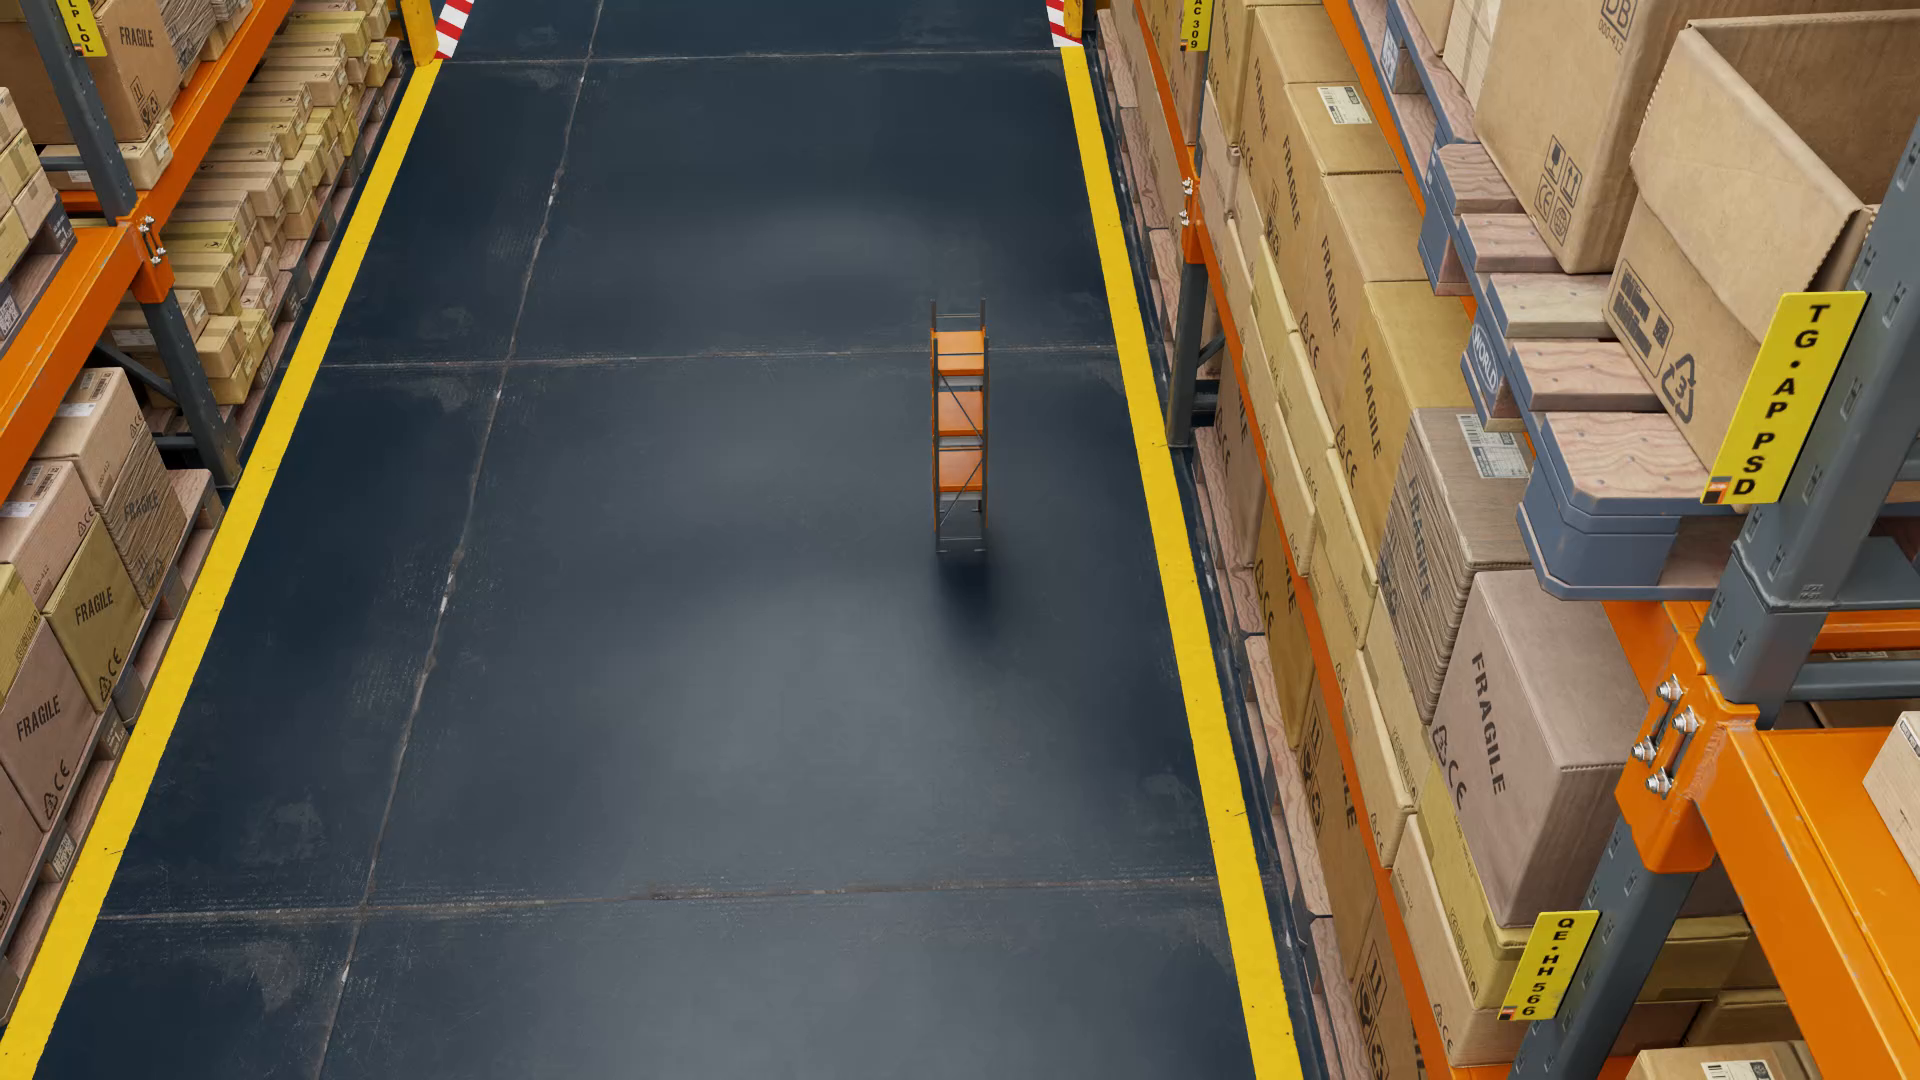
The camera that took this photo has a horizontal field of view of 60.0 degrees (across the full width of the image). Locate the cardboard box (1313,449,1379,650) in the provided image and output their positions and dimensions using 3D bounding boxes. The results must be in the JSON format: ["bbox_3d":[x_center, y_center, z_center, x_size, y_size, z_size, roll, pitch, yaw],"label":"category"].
[{"bbox_3d":[1.224,0.007,4.264,0.500,0.250,0.500,-3,43,-3],"label":"cardboard box"}]

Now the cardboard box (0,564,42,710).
[{"bbox_3d":[-3.216,0.346,5.137,0.500,0.250,0.500,-3,43,-4],"label":"cardboard box"}]

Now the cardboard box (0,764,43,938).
[{"bbox_3d":[-3.202,0.953,5.030,0.500,0.500,0.500,-3,43,-3],"label":"cardboard box"}]

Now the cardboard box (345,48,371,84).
[{"bbox_3d":[-3.383,-2.559,8.900,0.380,0.149,0.250,-3,43,-4],"label":"cardboard box"}]

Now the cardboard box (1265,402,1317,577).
[{"bbox_3d":[1.193,-0.160,4.816,0.500,0.250,0.500,-2,43,-2],"label":"cardboard box"}]

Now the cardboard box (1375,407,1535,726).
[{"bbox_3d":[1.253,0.053,3.658,0.500,0.500,0.500,-1,43,-1],"label":"cardboard box"}]

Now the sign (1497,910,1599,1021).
[{"bbox_3d":[1.012,0.738,2.868,0.100,0.325,0.005,-2,43,-2],"label":"sign"}]

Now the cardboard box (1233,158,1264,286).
[{"bbox_3d":[1.183,-1.027,5.391,0.500,0.250,0.500,-1,43,-1],"label":"cardboard box"}]

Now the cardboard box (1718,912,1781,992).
[{"bbox_3d":[1.791,0.668,3.542,0.500,0.250,0.500,-2,43,-2],"label":"cardboard box"}]

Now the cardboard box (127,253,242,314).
[{"bbox_3d":[-3.305,-1.093,7.081,0.380,0.149,0.250,0,43,0],"label":"cardboard box"}]

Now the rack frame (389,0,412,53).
[{"bbox_3d":[-3.715,-4.044,8.942,1.000,3.000,0.127,-2,43,-2],"label":"rack frame"}]

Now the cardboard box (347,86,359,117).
[{"bbox_3d":[-3.423,-2.281,8.817,0.380,0.149,0.250,-1,43,-1],"label":"cardboard box"}]

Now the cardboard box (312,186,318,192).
[{"bbox_3d":[-3.423,-1.752,8.241,0.380,0.149,0.250,-1,43,-1],"label":"cardboard box"}]

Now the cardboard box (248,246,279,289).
[{"bbox_3d":[-3.374,-1.218,7.658,0.380,0.149,0.250,-2,43,-3],"label":"cardboard box"}]

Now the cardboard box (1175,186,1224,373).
[{"bbox_3d":[1.477,-1.191,7.415,0.875,0.438,0.875,-2,43,-2],"label":"cardboard box"}]

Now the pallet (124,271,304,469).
[{"bbox_3d":[-3.609,-0.768,7.432,1.003,0.211,1.213,-2,43,-2],"label":"pallet"}]

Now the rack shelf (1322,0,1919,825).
[{"bbox_3d":[1.481,-1.044,3.982,1.077,0.370,4.000,-2,43,-2],"label":"rack shelf"}]

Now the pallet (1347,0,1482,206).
[{"bbox_3d":[1.435,-1.078,3.626,1.003,0.211,1.213,0,43,0],"label":"pallet"}]

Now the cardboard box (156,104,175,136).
[{"bbox_3d":[-3.315,-1.624,6.488,0.380,0.149,0.250,0,43,-1],"label":"cardboard box"}]

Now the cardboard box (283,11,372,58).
[{"bbox_3d":[-3.348,-2.675,8.807,0.380,0.149,0.250,-3,43,-3],"label":"cardboard box"}]

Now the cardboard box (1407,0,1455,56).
[{"bbox_3d":[1.202,-1.332,3.379,0.500,0.500,0.500,-1,43,-1],"label":"cardboard box"}]

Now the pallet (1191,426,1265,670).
[{"bbox_3d":[1.504,-0.007,6.602,1.003,0.211,1.213,-2,43,-2],"label":"pallet"}]

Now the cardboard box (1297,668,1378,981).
[{"bbox_3d":[1.586,0.704,5.024,0.875,0.875,0.875,-1,43,-1],"label":"cardboard box"}]

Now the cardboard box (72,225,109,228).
[{"bbox_3d":[-3.888,-1.239,7.240,0.380,0.149,0.250,-2,43,-2],"label":"cardboard box"}]

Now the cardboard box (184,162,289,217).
[{"bbox_3d":[-3.328,-1.612,7.647,0.380,0.149,0.250,-1,43,-1],"label":"cardboard box"}]

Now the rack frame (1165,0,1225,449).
[{"bbox_3d":[1.396,-1.554,6.225,1.000,3.000,0.127,-2,43,-2],"label":"rack frame"}]

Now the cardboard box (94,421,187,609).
[{"bbox_3d":[-3.262,-0.085,6.161,0.500,0.500,0.500,-2,43,-3],"label":"cardboard box"}]

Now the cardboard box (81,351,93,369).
[{"bbox_3d":[-3.876,-0.761,6.939,0.380,0.149,0.250,-1,43,-1],"label":"cardboard box"}]

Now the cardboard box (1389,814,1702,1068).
[{"bbox_3d":[1.285,0.868,3.694,0.500,0.250,0.500,-3,43,-3],"label":"cardboard box"}]

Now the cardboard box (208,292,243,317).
[{"bbox_3d":[-3.341,-0.979,7.177,0.380,0.149,0.250,-1,43,-1],"label":"cardboard box"}]

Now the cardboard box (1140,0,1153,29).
[{"bbox_3d":[1.058,-2.583,7.274,0.500,0.500,0.500,-2,43,-2],"label":"cardboard box"}]

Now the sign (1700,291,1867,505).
[{"bbox_3d":[1.011,-0.169,2.053,0.100,0.325,0.005,-2,43,-2],"label":"sign"}]

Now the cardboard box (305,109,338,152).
[{"bbox_3d":[-3.356,-2.036,8.330,0.380,0.149,0.250,0,43,0],"label":"cardboard box"}]

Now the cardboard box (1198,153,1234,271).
[{"bbox_3d":[1.151,-1.194,5.944,0.500,0.250,0.500,-3,43,-3],"label":"cardboard box"}]

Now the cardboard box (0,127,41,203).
[{"bbox_3d":[-3.331,-1.253,5.552,0.380,0.149,0.250,0,43,0],"label":"cardboard box"}]

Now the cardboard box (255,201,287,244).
[{"bbox_3d":[-3.384,-1.511,7.758,0.380,0.149,0.250,0,43,0],"label":"cardboard box"}]

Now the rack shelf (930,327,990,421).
[{"bbox_3d":[-0.002,-0.625,6.250,0.215,0.259,0.240,-2,43,-2],"label":"rack shelf"}]

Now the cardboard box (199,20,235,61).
[{"bbox_3d":[-3.330,-2.158,7.071,0.380,0.149,0.250,-1,43,-1],"label":"cardboard box"}]

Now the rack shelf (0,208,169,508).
[{"bbox_3d":[-3.460,0.272,4.766,1.077,0.370,4.000,-2,43,-2],"label":"rack shelf"}]

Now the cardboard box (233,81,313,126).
[{"bbox_3d":[-3.433,-2.137,8.220,0.380,0.149,0.250,-3,43,-3],"label":"cardboard box"}]

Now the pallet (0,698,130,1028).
[{"bbox_3d":[-3.456,1.035,5.464,1.003,0.211,1.213,-2,43,-2],"label":"pallet"}]

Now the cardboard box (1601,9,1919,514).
[{"bbox_3d":[1.399,-0.402,2.362,0.797,0.503,0.637,-4,43,-4],"label":"cardboard box"}]

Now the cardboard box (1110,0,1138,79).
[{"bbox_3d":[1.354,-3.022,9.412,0.875,0.438,0.875,-3,43,-3],"label":"cardboard box"}]

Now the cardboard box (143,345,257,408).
[{"bbox_3d":[-3.239,-0.703,7.096,0.380,0.149,0.250,-3,43,-4],"label":"cardboard box"}]

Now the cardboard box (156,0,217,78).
[{"bbox_3d":[-3.342,-2.166,6.599,0.500,0.500,0.500,-2,43,-2],"label":"cardboard box"}]

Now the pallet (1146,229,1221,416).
[{"bbox_3d":[1.442,-1.042,7.730,1.003,0.211,1.213,-2,43,-2],"label":"pallet"}]

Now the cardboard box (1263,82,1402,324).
[{"bbox_3d":[1.196,-0.973,4.777,0.500,0.500,0.500,-3,43,-3],"label":"cardboard box"}]

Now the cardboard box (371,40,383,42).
[{"bbox_3d":[-3.484,-2.798,9.382,0.380,0.149,0.250,-1,43,-1],"label":"cardboard box"}]

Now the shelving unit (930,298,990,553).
[{"bbox_3d":[-0.002,-0.423,6.435,0.215,1.050,0.252,-2,43,-2],"label":"shelving unit"}]
